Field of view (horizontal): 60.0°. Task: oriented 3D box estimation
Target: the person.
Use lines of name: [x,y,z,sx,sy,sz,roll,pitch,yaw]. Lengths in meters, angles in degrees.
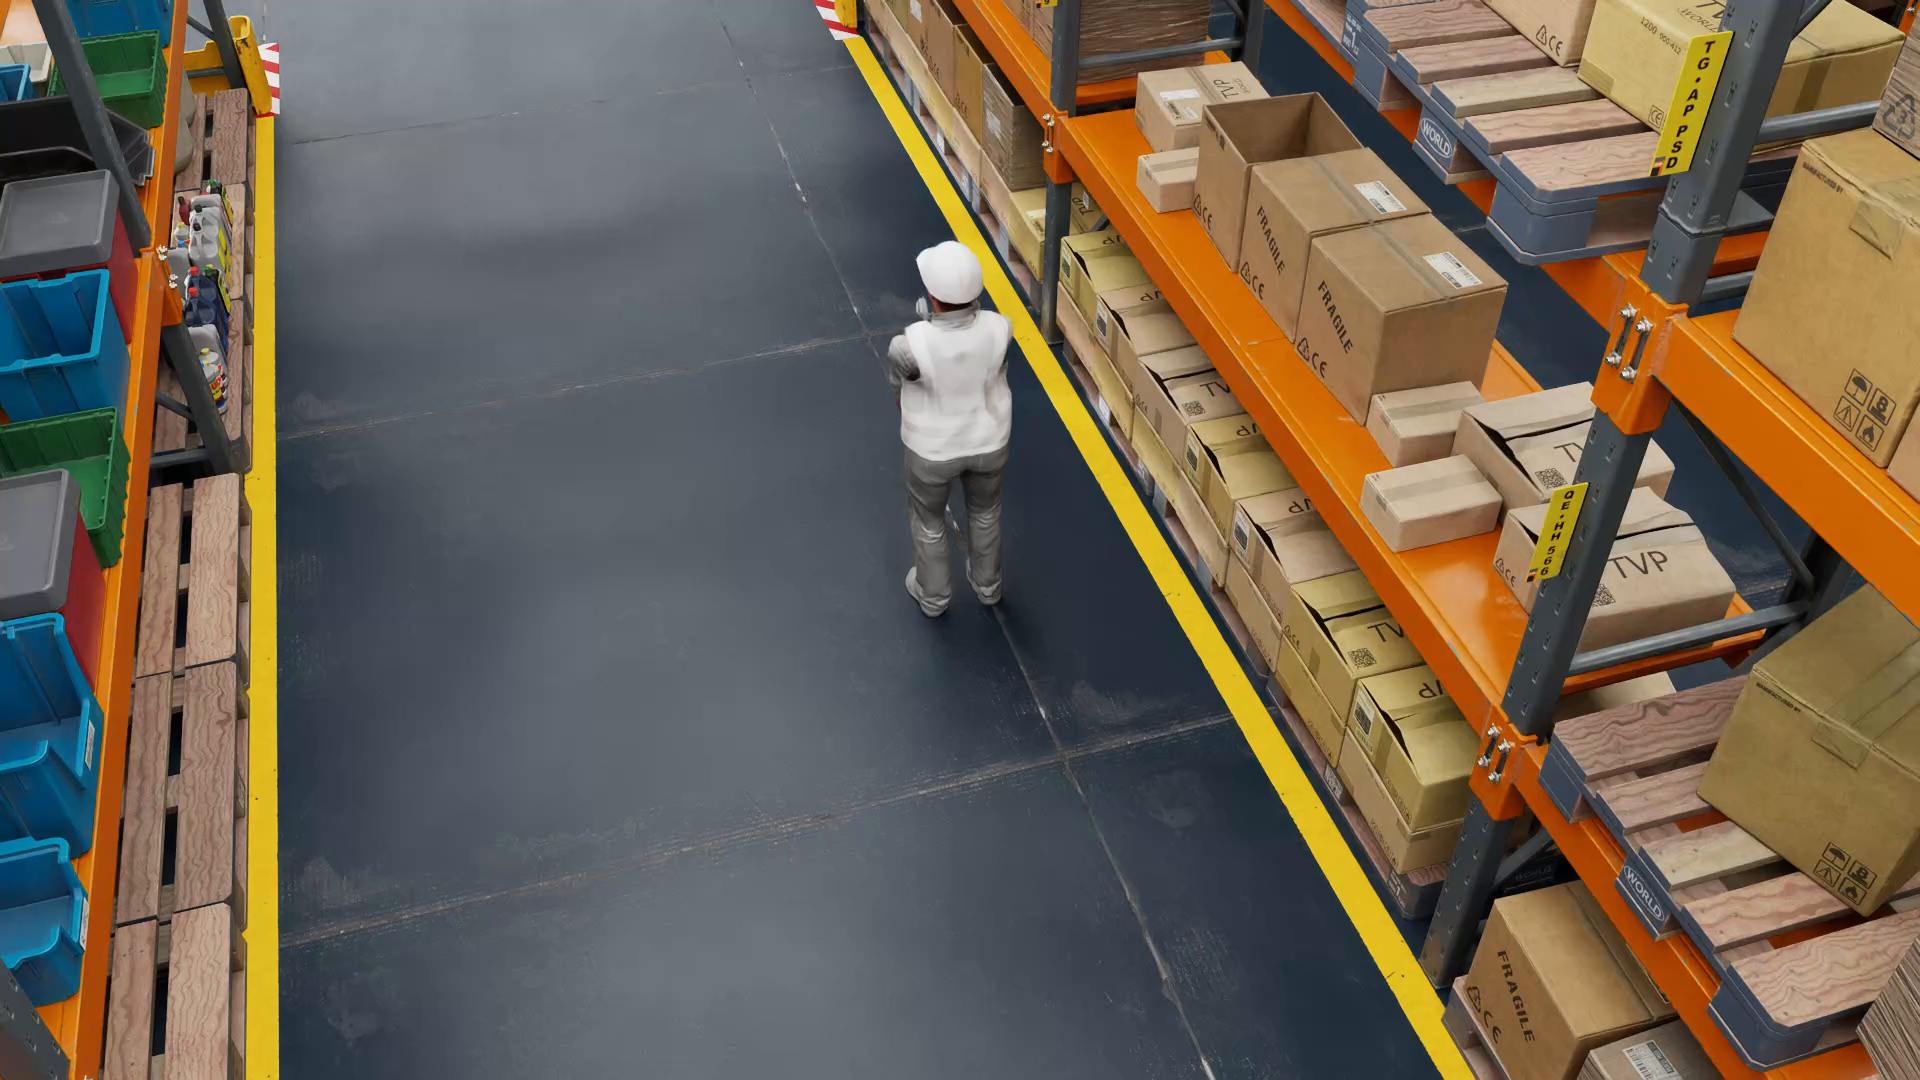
person: [-0.059,-0.471,6.668,0.495,1.772,0.558,-12,43,-13]
